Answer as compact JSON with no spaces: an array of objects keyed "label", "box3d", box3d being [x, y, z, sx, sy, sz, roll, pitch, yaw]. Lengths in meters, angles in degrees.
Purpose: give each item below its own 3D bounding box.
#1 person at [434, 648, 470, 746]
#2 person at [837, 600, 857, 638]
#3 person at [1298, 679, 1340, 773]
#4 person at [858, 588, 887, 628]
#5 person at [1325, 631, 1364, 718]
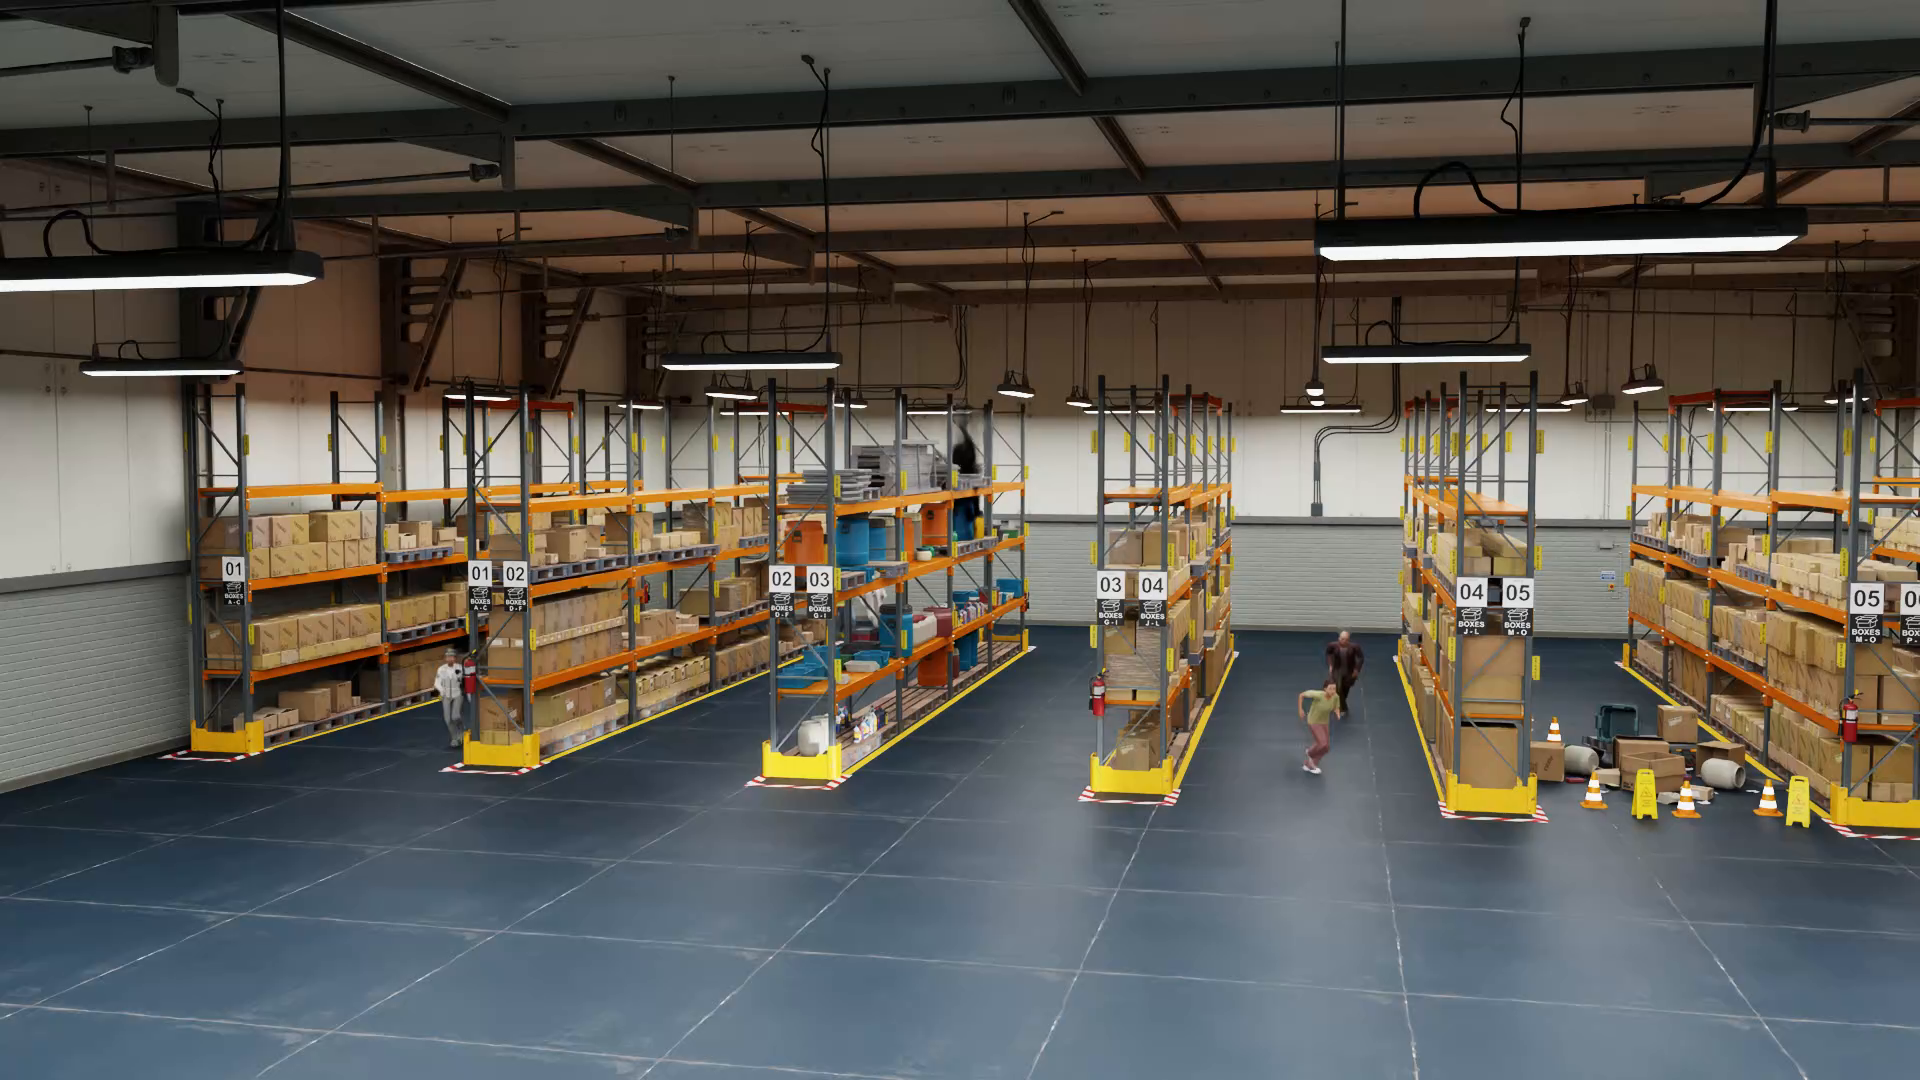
[{"label":"person","box3d":[-8.392,2.602,27.508,0.592,1.646,0.633,0,3,-3]},{"label":"person","box3d":[-2.950,1.702,42.392,0.707,1.783,0.855,-3,4,-40]},{"label":"person","box3d":[5.426,2.821,25.144,0.607,1.491,0.811,-1,3,-20]},{"label":"person","box3d":[-2.160,1.772,41.627,0.697,1.779,0.779,-1,4,-24]},{"label":"person","box3d":[7.112,2.458,30.759,0.716,1.626,1.046,1,3,14]}]
